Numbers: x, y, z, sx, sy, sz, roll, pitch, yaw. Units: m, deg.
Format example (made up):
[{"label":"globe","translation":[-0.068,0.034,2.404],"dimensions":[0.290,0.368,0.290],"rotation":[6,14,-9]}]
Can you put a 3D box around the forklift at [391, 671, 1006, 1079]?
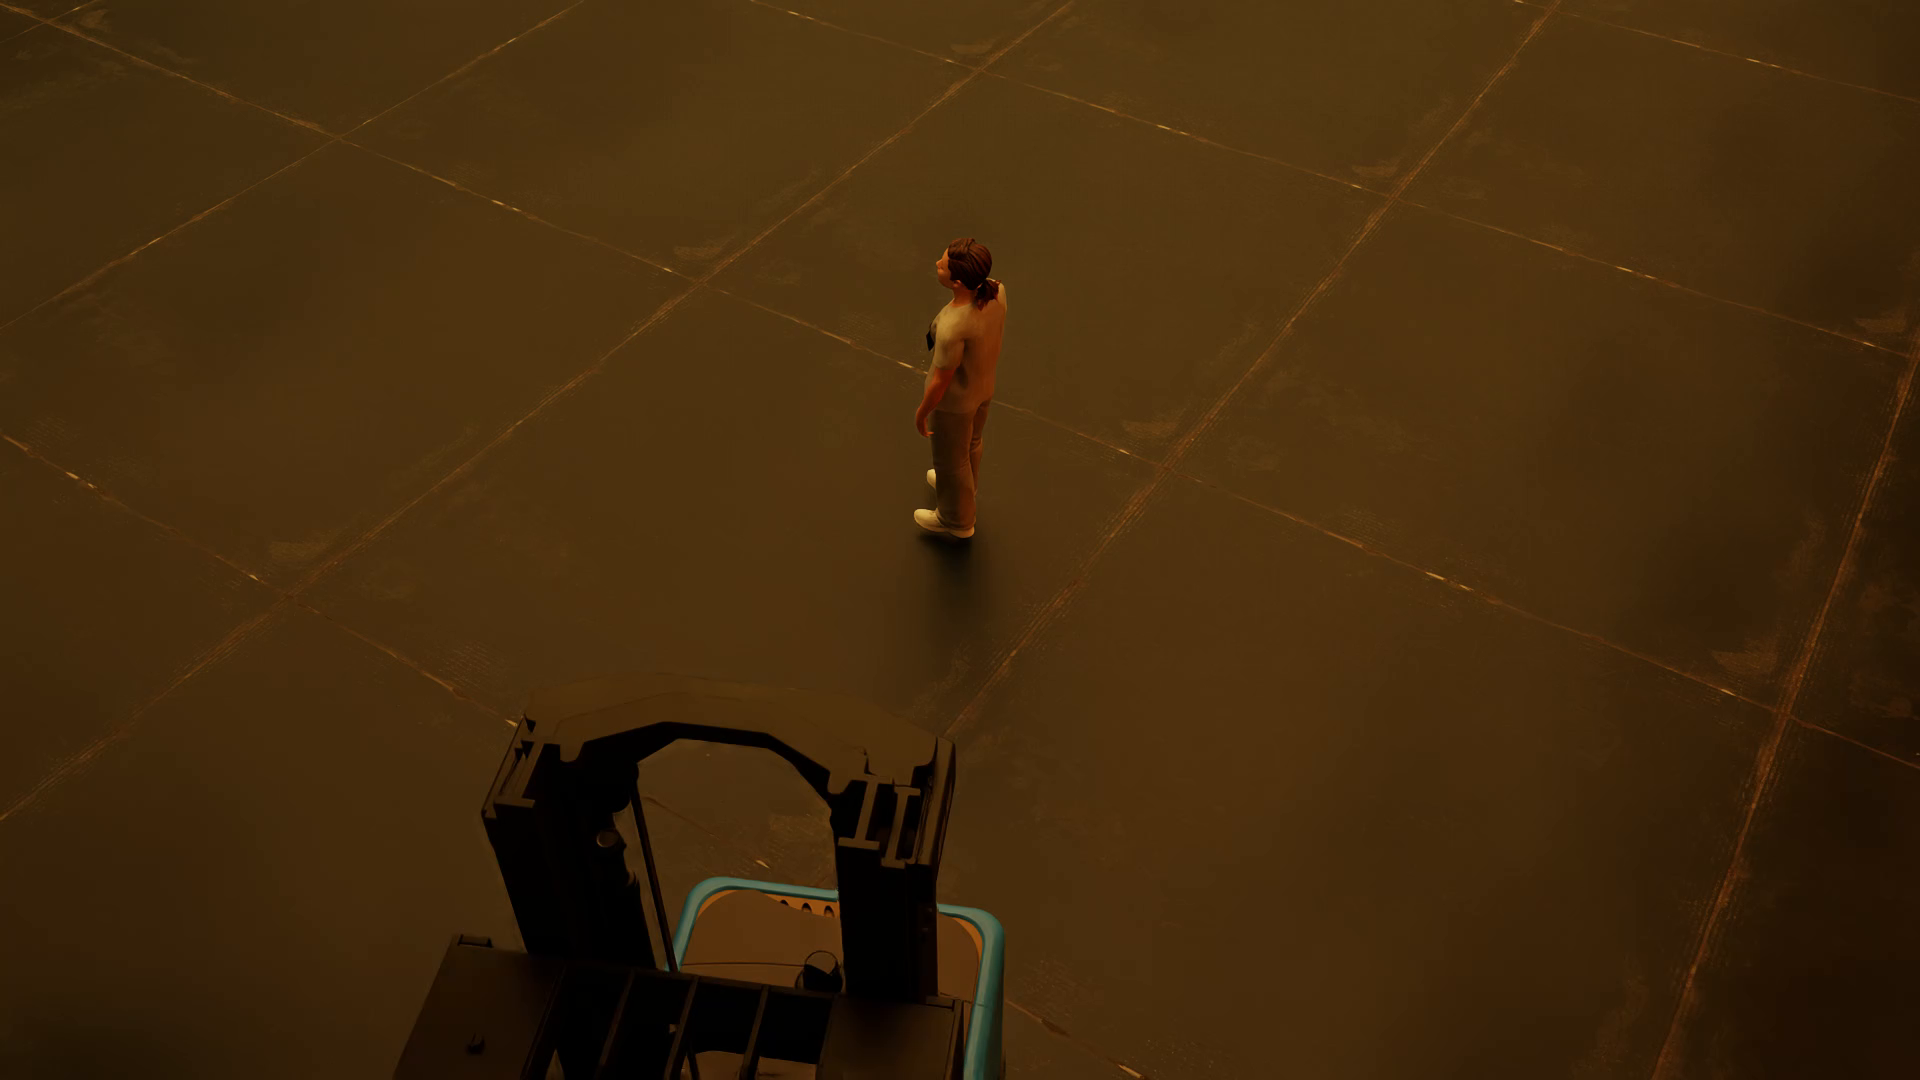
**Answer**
[{"label":"forklift","translation":[-0.573,1.833,3.916],"dimensions":[1.130,2.935,3.031],"rotation":[6,44,6]}]

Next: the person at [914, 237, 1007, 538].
[{"label":"person","translation":[-0.055,-0.677,7.406],"dimensions":[0.549,1.675,0.550],"rotation":[24,48,23]}]
